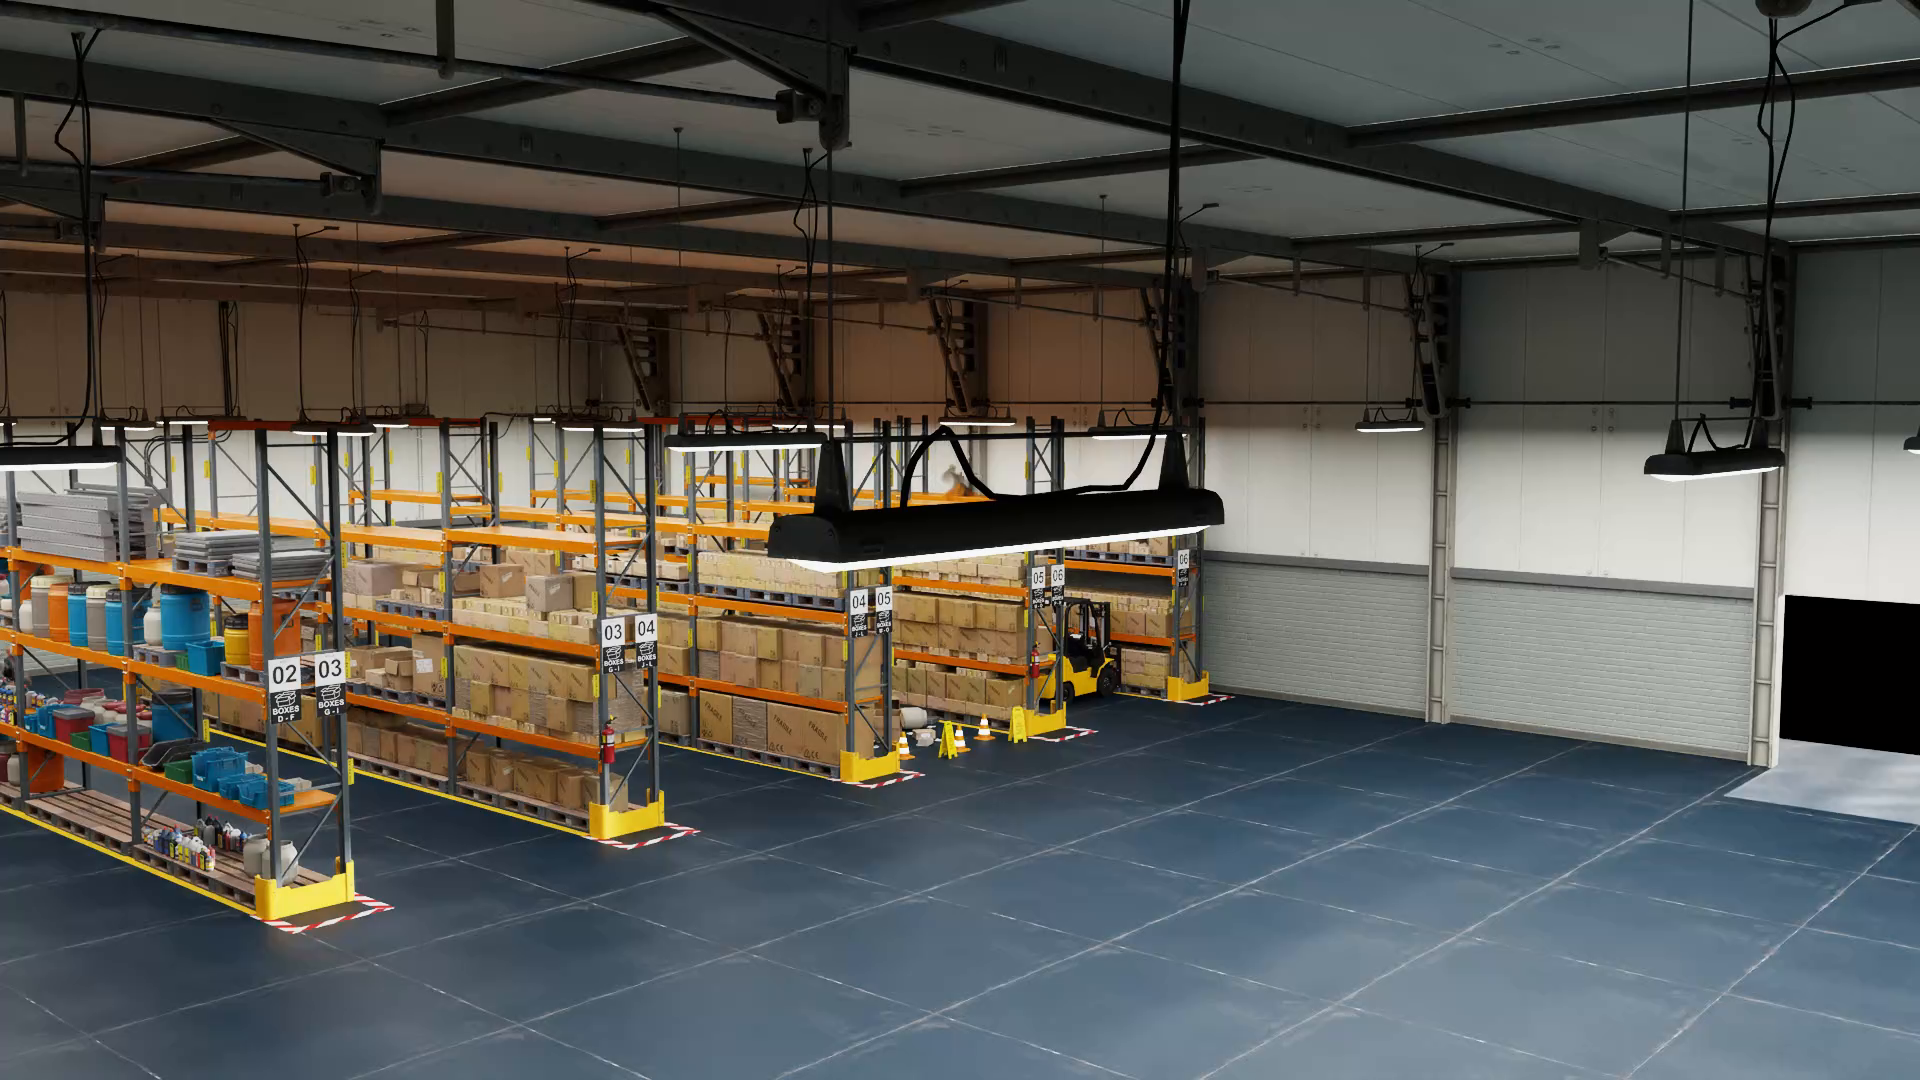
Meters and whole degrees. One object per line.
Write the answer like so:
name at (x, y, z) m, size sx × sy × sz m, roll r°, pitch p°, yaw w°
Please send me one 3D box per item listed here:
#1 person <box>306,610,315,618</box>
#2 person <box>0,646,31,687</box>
person at (-14.803, 2.392, 37.841) m, size 0.645 × 1.662 × 0.635 m, roll 0°, pitch 5°, yaw 5°
person at (-18.046, 2.888, 31.821) m, size 0.562 × 1.608 × 0.673 m, roll 3°, pitch 5°, yaw 28°
